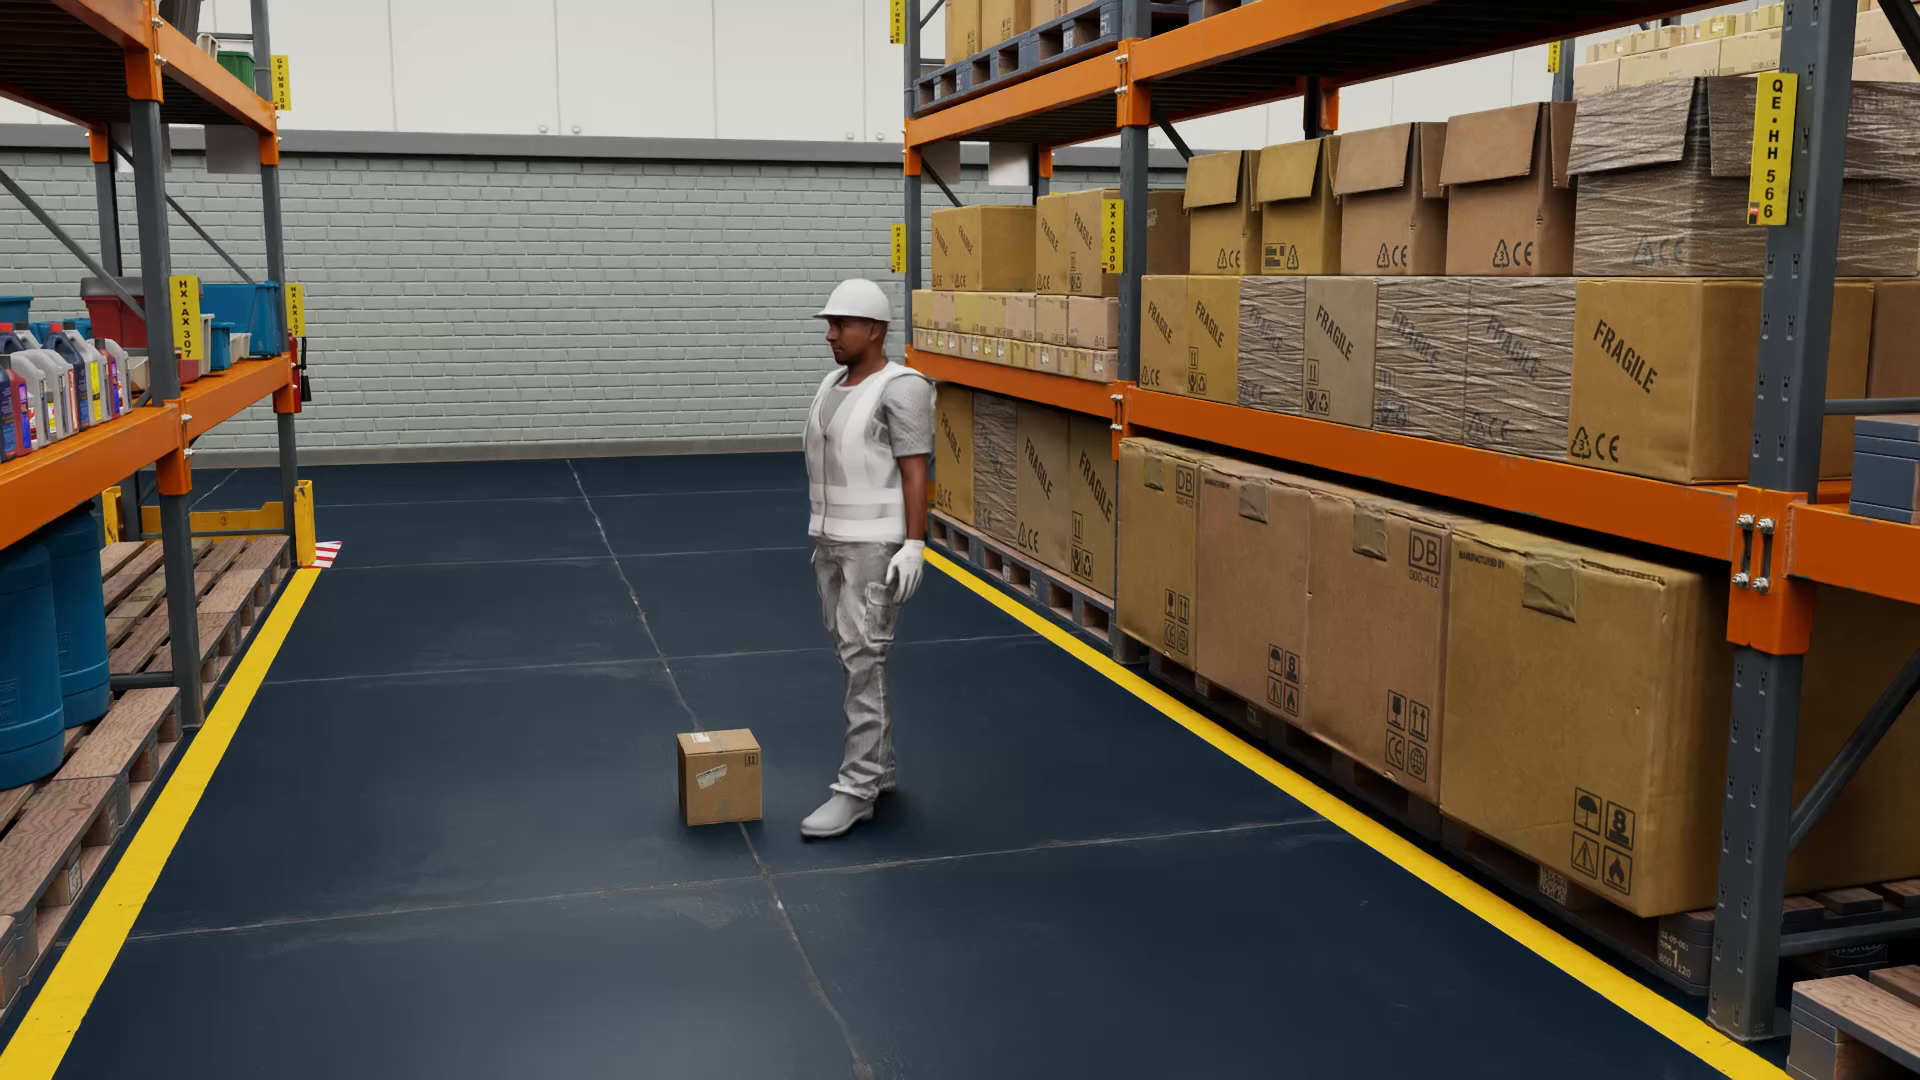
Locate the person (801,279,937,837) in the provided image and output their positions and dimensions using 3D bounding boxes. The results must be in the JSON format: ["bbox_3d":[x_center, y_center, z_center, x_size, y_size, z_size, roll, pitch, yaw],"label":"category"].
[{"bbox_3d":[-0.418,0.027,5.588,0.571,1.789,0.583,-7,11,-36],"label":"person"}]
